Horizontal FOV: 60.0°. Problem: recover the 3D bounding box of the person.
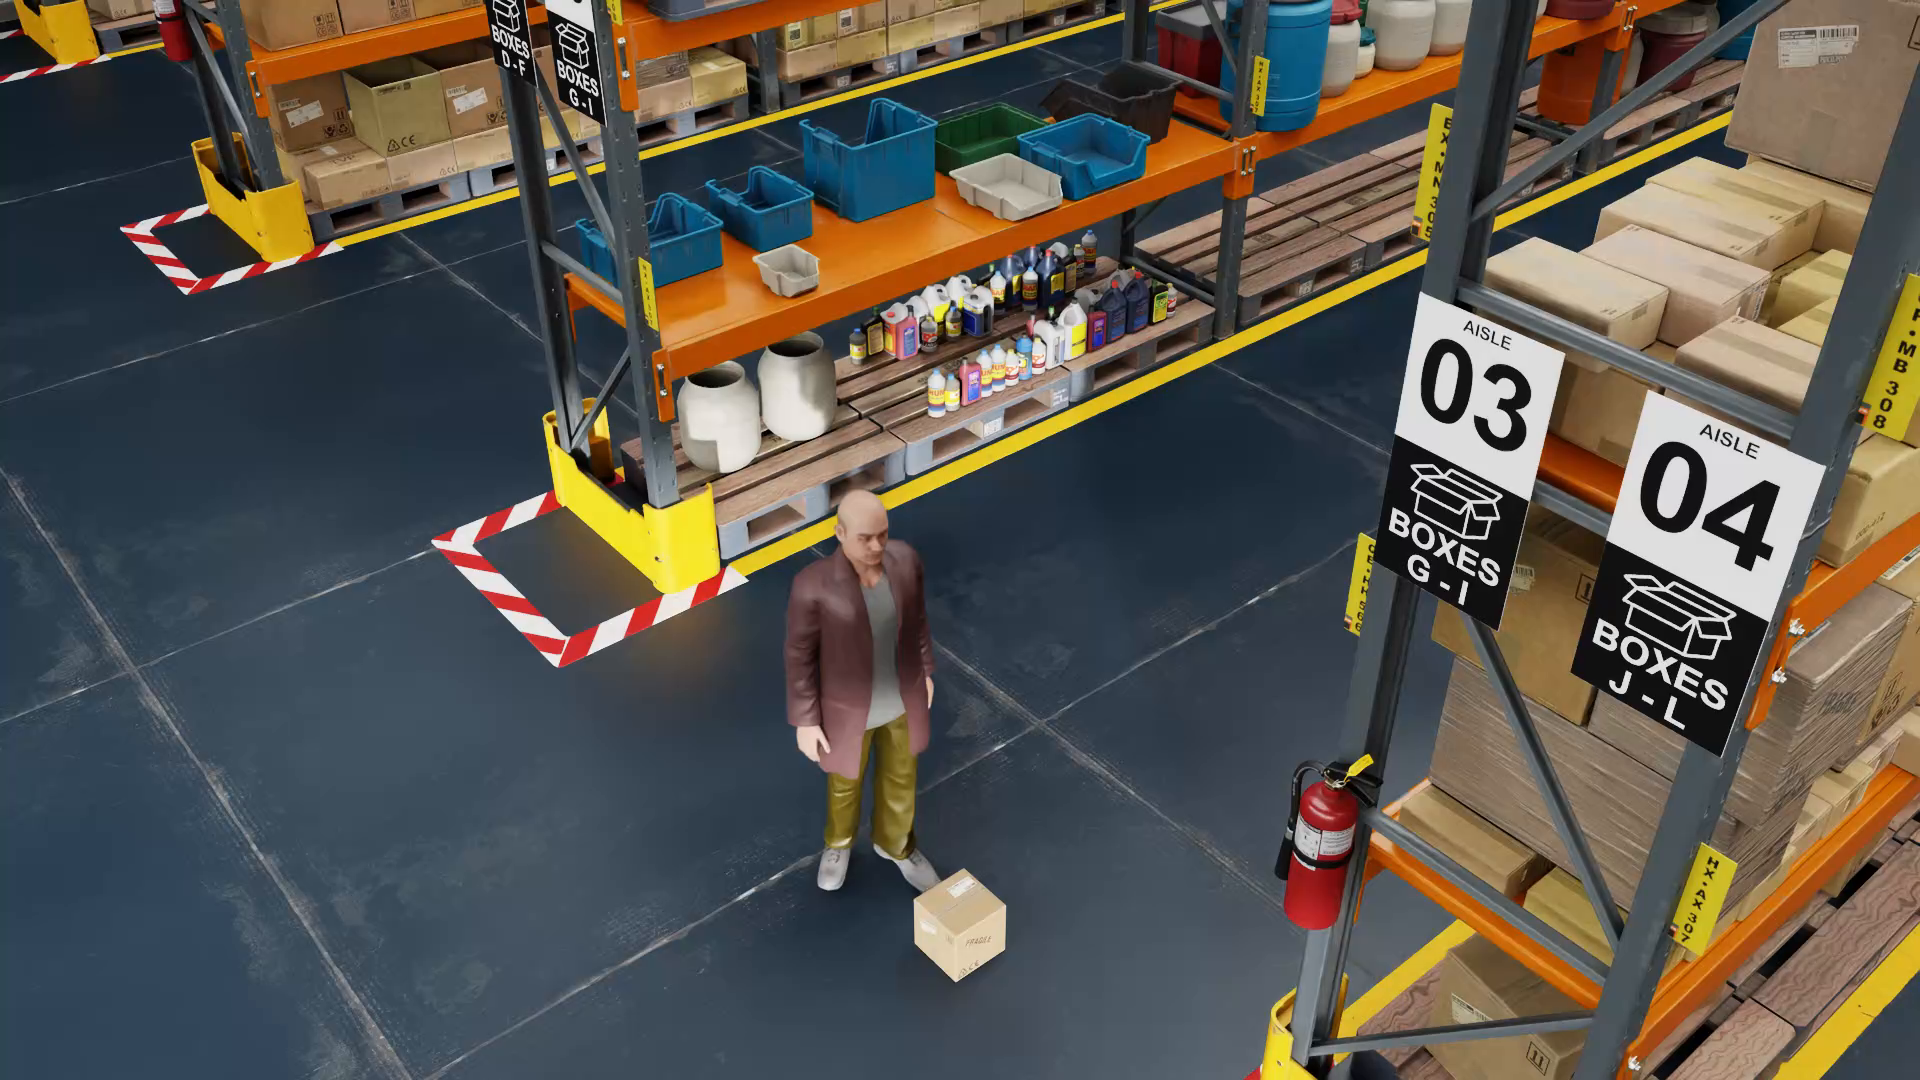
[{"bbox_3d":[-0.353,0.601,6.231,0.643,1.782,0.495,-18,39,-23],"label":"person"}]
